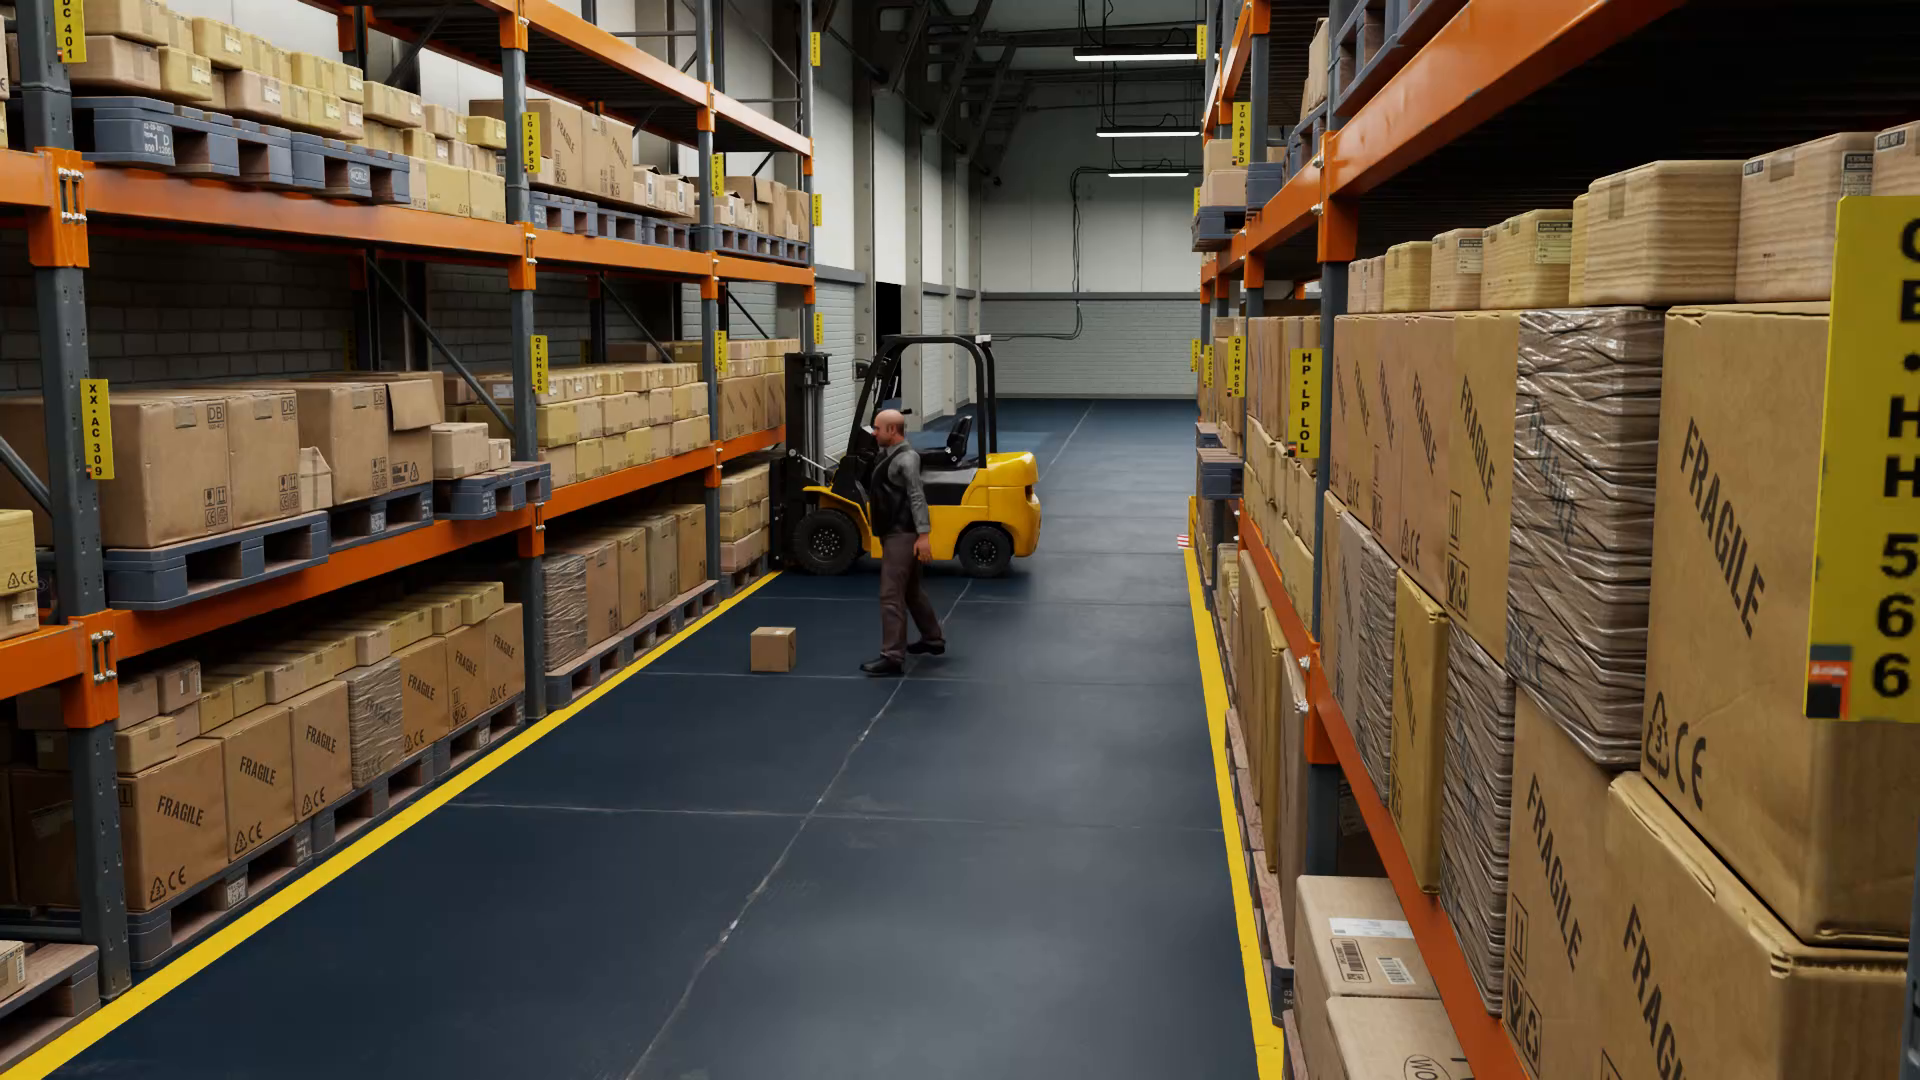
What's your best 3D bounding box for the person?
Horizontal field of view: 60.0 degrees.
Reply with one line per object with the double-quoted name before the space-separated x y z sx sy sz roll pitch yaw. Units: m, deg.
"person" -0.391 -0.011 10.984 0.681 1.708 0.669 -2 8 -15
